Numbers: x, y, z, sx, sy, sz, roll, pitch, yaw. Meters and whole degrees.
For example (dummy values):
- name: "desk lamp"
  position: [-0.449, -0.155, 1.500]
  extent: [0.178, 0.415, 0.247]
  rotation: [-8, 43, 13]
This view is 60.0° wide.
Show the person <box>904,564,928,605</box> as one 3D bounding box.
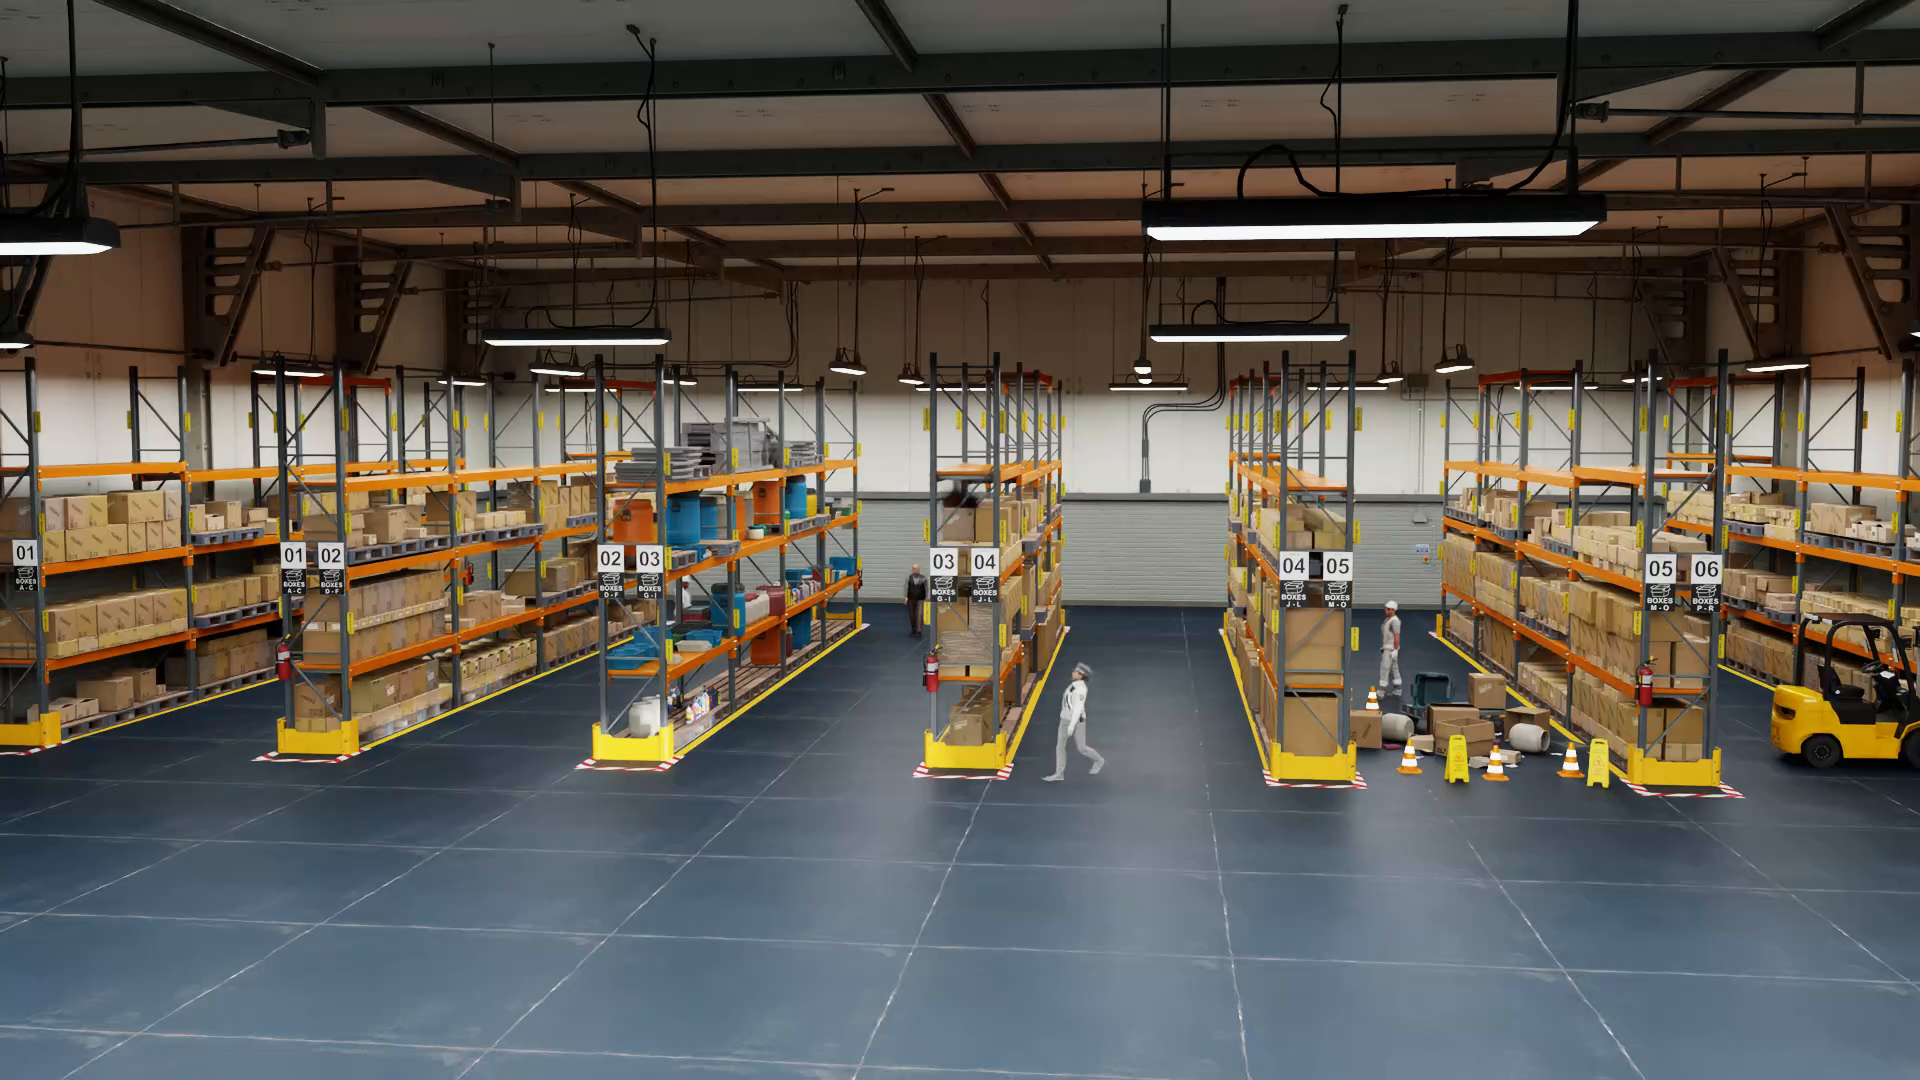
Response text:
- name: "person"
  position: [-1.031, 1.077, 38.744]
  extent: [0.564, 1.008, 0.489]
  rotation: [0, 4, 3]

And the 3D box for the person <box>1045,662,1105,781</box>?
- name: "person"
  position: [1.630, 2.527, 23.235]
  extent: [0.891, 1.655, 0.434]
  rotation: [-3, 5, -40]

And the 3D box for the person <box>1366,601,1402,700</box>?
- name: "person"
  position: [7.679, 1.989, 30.056]
  extent: [0.600, 1.783, 0.506]
  rotation: [1, 4, 17]
